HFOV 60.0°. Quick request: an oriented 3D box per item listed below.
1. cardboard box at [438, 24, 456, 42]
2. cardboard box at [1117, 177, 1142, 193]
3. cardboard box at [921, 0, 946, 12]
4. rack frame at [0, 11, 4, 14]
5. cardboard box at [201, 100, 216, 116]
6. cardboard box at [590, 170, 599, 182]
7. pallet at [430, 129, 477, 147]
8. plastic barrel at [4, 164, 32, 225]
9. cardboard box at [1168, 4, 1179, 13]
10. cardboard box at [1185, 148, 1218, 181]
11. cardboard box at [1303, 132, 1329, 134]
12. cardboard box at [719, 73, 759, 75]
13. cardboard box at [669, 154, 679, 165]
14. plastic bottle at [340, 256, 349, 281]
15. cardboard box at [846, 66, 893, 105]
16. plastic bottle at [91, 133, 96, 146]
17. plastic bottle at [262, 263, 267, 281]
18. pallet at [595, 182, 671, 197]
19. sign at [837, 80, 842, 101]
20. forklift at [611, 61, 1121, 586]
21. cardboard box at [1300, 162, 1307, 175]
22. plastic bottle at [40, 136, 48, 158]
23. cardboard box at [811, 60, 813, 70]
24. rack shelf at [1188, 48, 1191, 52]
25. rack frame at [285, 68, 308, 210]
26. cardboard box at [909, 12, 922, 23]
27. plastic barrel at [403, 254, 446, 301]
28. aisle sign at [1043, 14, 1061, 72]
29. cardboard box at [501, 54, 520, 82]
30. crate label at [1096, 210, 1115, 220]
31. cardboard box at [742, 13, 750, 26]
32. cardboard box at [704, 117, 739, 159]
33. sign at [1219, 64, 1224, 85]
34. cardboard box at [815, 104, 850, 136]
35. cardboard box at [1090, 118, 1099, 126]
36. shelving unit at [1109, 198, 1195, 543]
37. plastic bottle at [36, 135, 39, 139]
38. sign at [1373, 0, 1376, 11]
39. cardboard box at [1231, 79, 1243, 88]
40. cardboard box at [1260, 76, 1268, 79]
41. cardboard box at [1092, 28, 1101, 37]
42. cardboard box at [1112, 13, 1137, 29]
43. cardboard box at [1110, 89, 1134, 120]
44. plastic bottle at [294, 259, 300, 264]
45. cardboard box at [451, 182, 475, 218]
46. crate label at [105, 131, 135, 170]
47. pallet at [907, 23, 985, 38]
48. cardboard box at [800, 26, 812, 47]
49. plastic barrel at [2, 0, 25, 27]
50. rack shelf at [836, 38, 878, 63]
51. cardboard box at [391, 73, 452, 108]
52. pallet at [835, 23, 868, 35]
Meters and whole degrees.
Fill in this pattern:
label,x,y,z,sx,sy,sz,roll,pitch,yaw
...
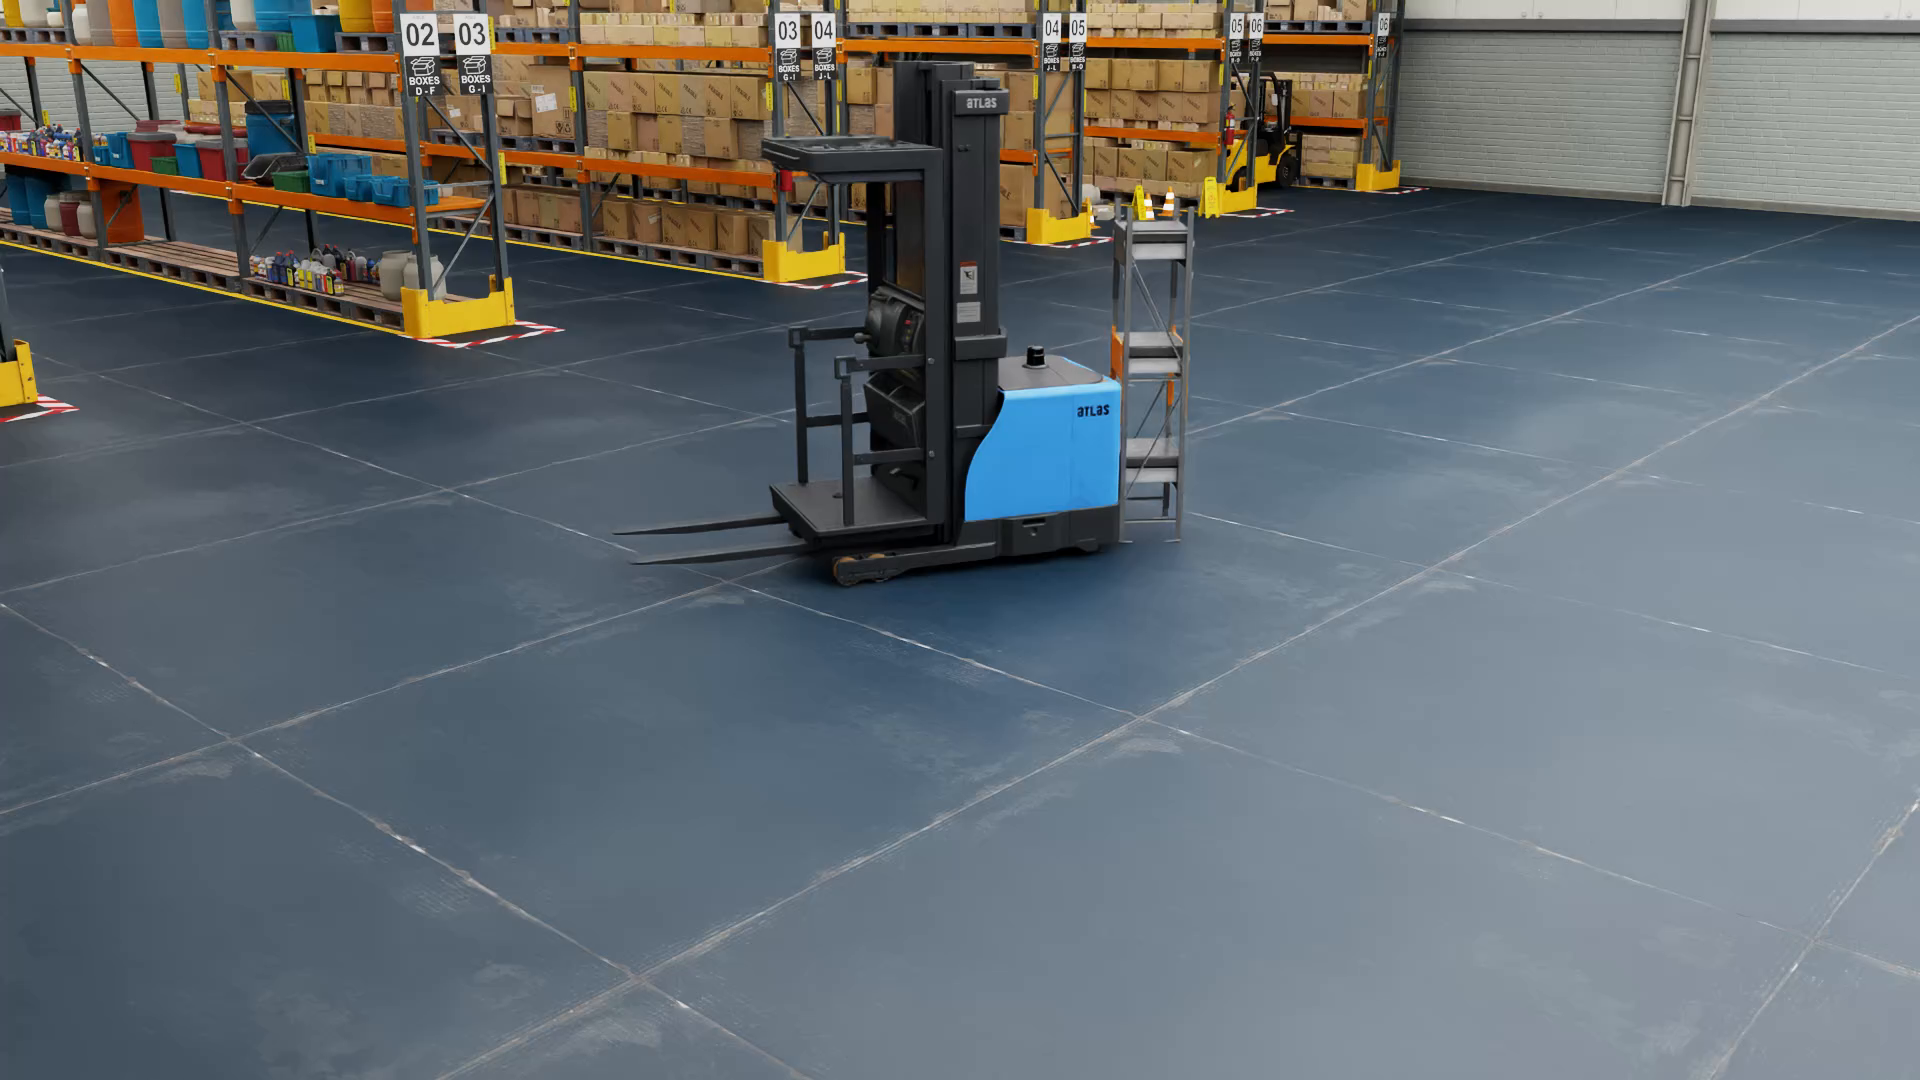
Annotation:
label,x,y,z,sx,sy,sz,roll,pitch,yaw
cardboard box,-7.338,-7.492,24.549,0.500,0.250,0.500,16,23,41
cardboard box,3.097,-6.225,29.120,0.500,0.250,0.500,14,22,37
cardboard box,-0.230,-7.970,24.705,0.500,0.250,0.500,15,23,40
rack frame,-14.184,-8.931,23.876,0.127,3.000,1.000,15,23,39
cardboard box,-13.315,-7.805,30.003,0.500,0.250,0.500,15,23,39
cardboard box,-6.755,-6.988,31.111,0.500,0.500,0.500,16,24,42
pallet,-7.301,-6.178,25.438,1.003,0.211,1.213,15,23,39
plastic barrel,-13.788,-5.158,24.681,0.708,0.901,0.600,15,23,39
cardboard box,3.682,-8.886,27.791,0.250,0.149,0.380,15,23,40
cardboard box,4.219,-6.501,28.749,0.500,0.500,0.500,14,22,37
cardboard box,6.972,-7.856,32.606,0.500,0.250,0.500,15,23,39
cardboard box,-2.896,-5.823,21.690,0.500,0.500,0.500,15,23,39
cardboard box,-3.604,-5.017,21.876,0.250,0.149,0.380,15,23,39
plastic bottle,-7.191,-3.184,19.450,0.133,0.283,0.061,15,23,39
cardboard box,-1.292,-7.192,26.282,0.550,0.550,0.875,15,23,39
plastic bottle,-12.338,-5.648,23.654,0.135,0.276,0.152,15,23,39
plastic bottle,-8.101,-3.137,19.436,0.097,0.201,0.097,0,18,0
pallet,-6.028,-6.564,30.945,1.213,0.211,1.003,15,23,39
sign,-1.898,-7.077,26.169,0.005,0.325,0.100,15,23,39
forklift,-0.576,-1.308,9.886,3.031,2.935,1.130,-7,19,-20
cardboard box,6.654,-7.265,32.397,0.500,0.250,0.500,15,23,40
plastic bottle,-12.633,-5.427,22.946,0.133,0.283,0.061,15,23,39
cardboard box,-2.643,-9.402,33.461,0.500,0.500,0.500,15,23,39
rack shelf,3.461,-10.440,34.780,4.000,0.370,1.077,15,23,39
rack frame,-10.896,-7.192,28.315,0.127,3.000,1.000,15,23,39
cardboard box,-0.544,-7.840,24.954,0.250,0.149,0.380,15,23,39
plastic barrel,-5.751,-2.791,17.866,0.421,0.512,0.421,0,18,0
aisle sign,1.301,-7.041,23.543,0.004,0.787,0.394,15,23,39
cardboard box,-8.450,-9.096,32.003,0.500,0.500,0.500,14,22,38
crate label,2.368,-5.279,27.020,0.298,0.136,0.250,4,18,11
cardboard box,-2.453,-6.395,20.433,0.250,0.149,0.380,14,22,38
cardboard box,-2.768,-5.162,21.261,0.500,0.500,0.875,15,23,39
sign,4.274,-7.606,27.182,0.005,0.325,0.100,15,23,39
cardboard box,-2.113,-6.780,26.850,0.500,0.500,0.500,15,23,39
cardboard box,2.512,-7.383,29.332,0.250,0.149,0.380,15,23,39
shelving unit,1.188,-1.060,10.475,0.431,2.100,0.503,-1,18,-3
plastic bottle,-12.830,-5.505,23.190,0.133,0.283,0.061,15,23,39
sign,7.578,-9.843,30.375,0.005,0.325,0.100,15,23,39
cardboard box,5.564,-9.021,32.840,0.250,0.149,0.380,16,23,40
cardboard box,6.015,-9.078,32.529,0.250,0.149,0.380,15,23,39
cardboard box,2.506,-8.814,28.883,0.250,0.149,0.380,14,22,38
cardboard box,2.950,-8.872,28.405,0.500,0.250,0.500,15,23,40
cardboard box,2.958,-7.570,28.848,0.500,0.500,0.500,15,23,40
plastic bottle,-7.683,-3.117,19.256,0.097,0.271,0.097,0,18,0
cardboard box,-7.390,-5.277,25.686,0.500,0.500,0.700,14,22,36
crate label,-10.628,-5.024,21.426,0.616,0.435,0.502,15,23,39
pallet,-0.032,-7.663,24.988,1.213,0.211,1.003,15,23,39
cardboard box,-2.110,-6.296,20.781,0.500,0.250,0.500,16,24,41
plastic barrel,-13.366,-7.654,23.805,0.600,0.588,0.600,0,18,0
rack shelf,-3.041,-8.176,27.646,4.000,0.370,1.077,15,23,39
cardboard box,-8.441,-7.065,26.091,0.637,0.503,0.797,16,24,41
pallet,-1.843,-10.088,32.793,1.003,0.211,1.213,16,24,42
